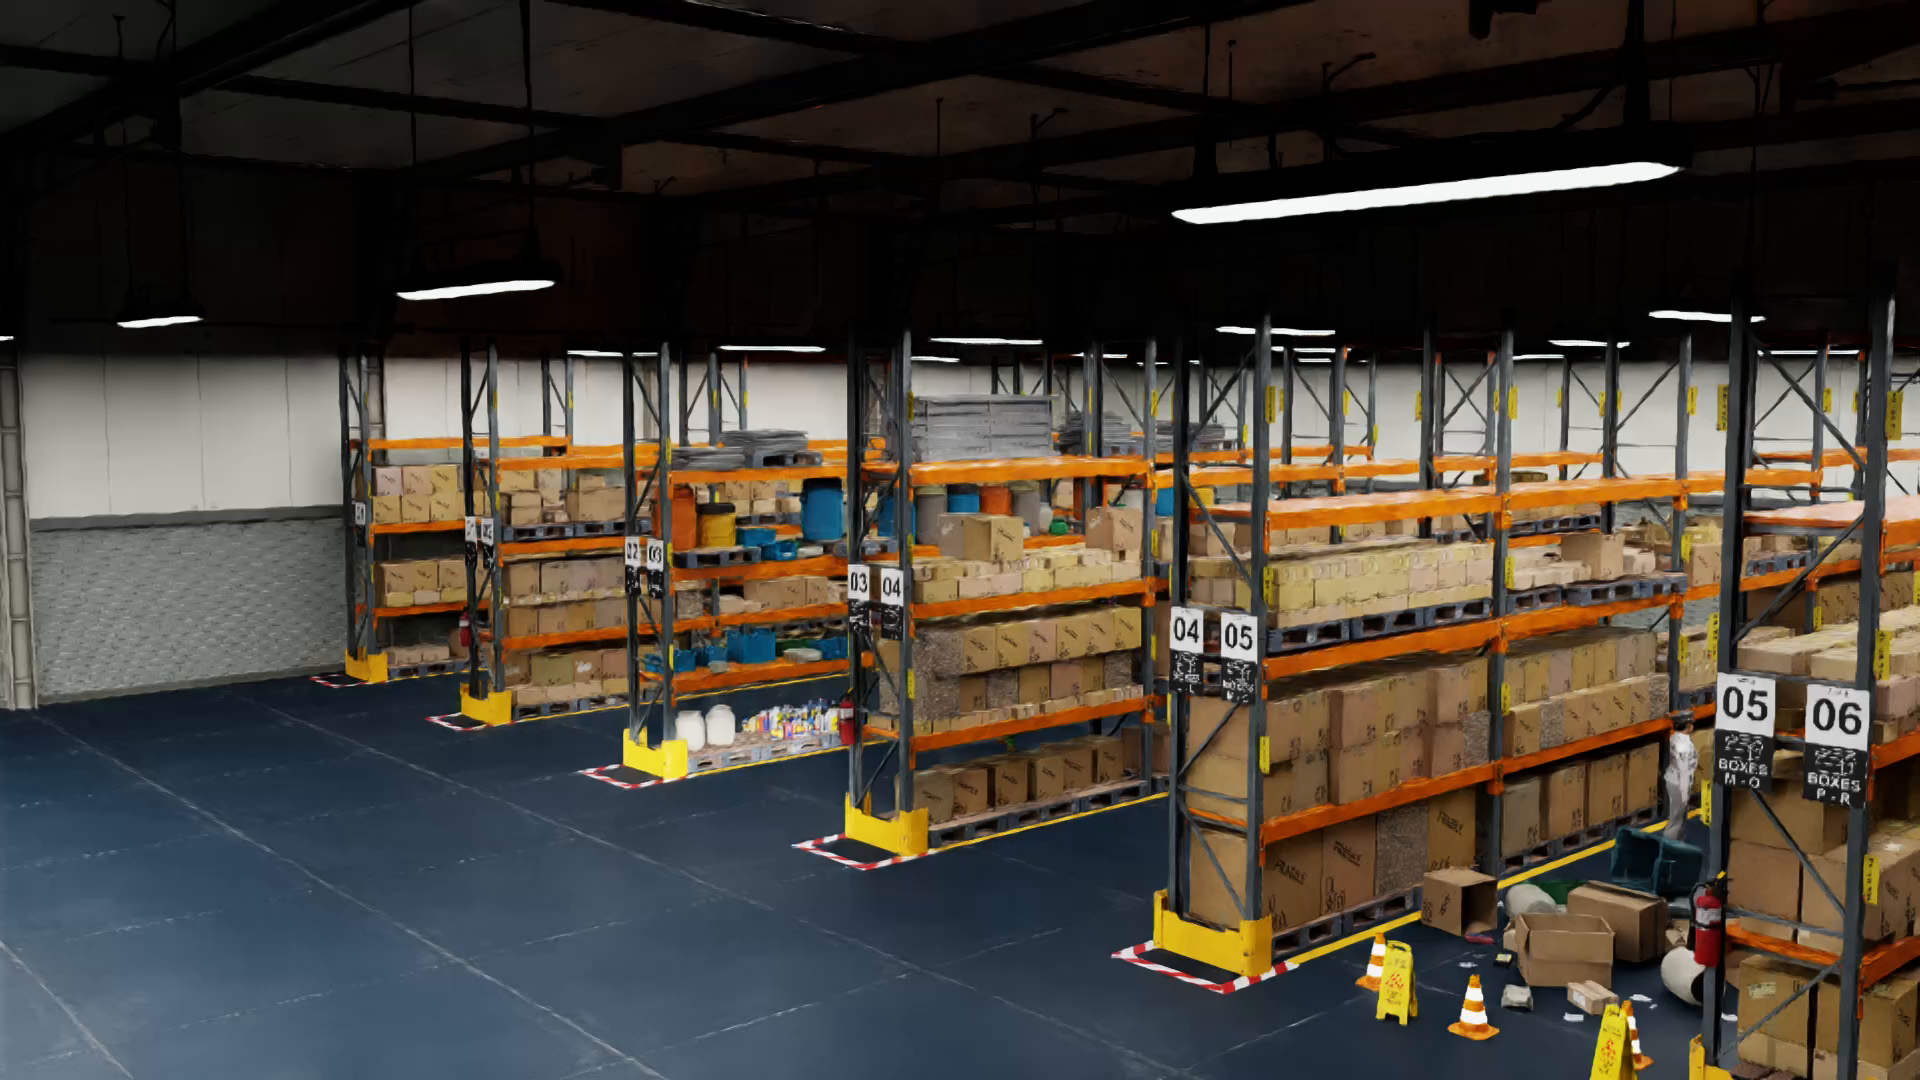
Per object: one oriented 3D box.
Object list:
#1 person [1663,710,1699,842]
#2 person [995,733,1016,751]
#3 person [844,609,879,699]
[{"bbox_3d":[7.899,2.695,18.145,0.408,1.680,0.538,2,5,18],"label":"person"},{"bbox_3d":[0.656,2.149,24.001,0.686,1.716,0.835,3,6,33],"label":"person"},{"bbox_3d":[-1.389,1.889,27.552,1.110,1.591,0.445,-5,7,-44],"label":"person"}]
